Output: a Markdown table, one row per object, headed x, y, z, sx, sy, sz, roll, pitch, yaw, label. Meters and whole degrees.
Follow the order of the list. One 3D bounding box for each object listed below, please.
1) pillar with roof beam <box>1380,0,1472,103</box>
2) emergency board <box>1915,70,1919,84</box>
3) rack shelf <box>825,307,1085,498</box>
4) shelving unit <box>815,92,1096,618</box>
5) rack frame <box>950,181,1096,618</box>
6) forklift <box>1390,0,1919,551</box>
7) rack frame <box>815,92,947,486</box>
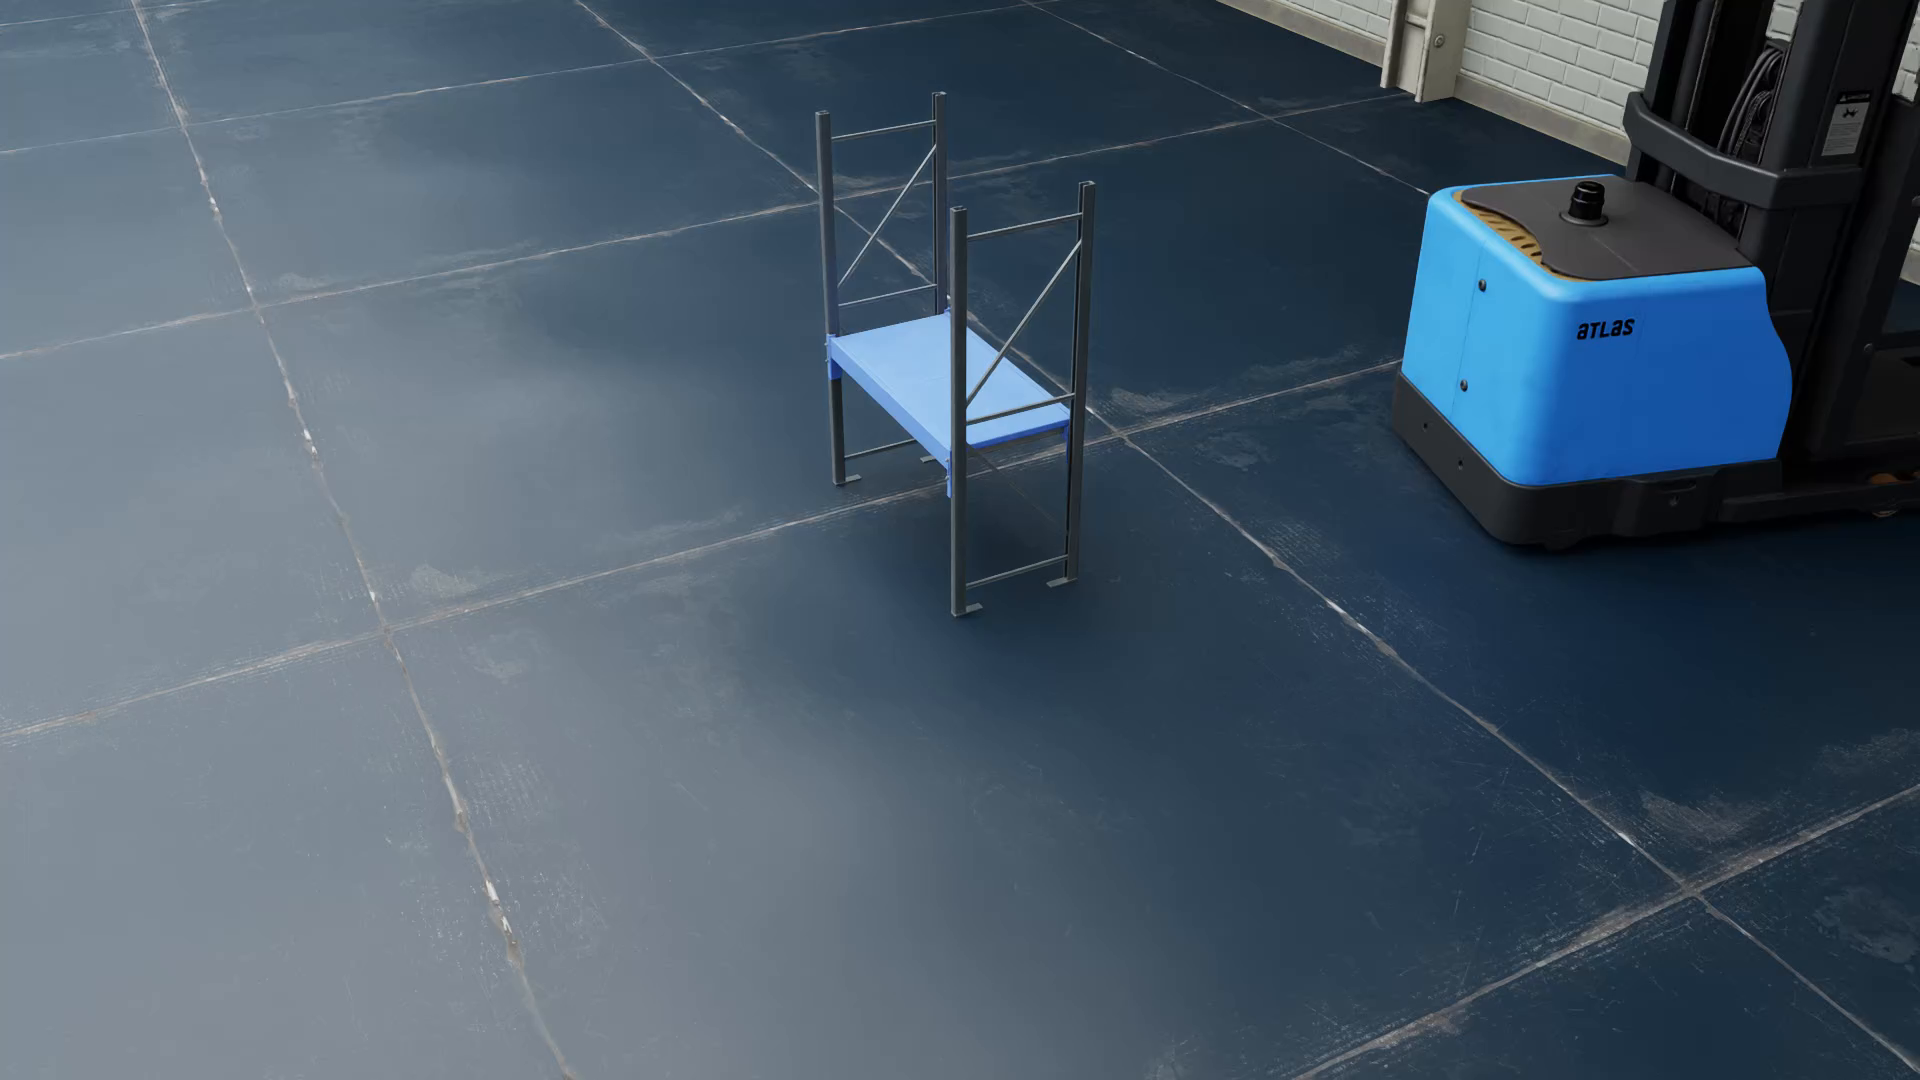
| x | y | z | sx | sy | sz | roll | pitch | yaw | label |
| --- | --- | --- | --- | --- | --- | --- | --- | --- | --- |
| -0.832 | -5.627 | 6.691 | 9.100 | 9.000 | 0.400 | -16 | 36 | -23 | pillar with roof beam |
| 4.668 | -2.518 | 7.399 | 0.157 | 1.169 | 0.626 | -16 | 36 | -23 | emergency board |
| -0.040 | -0.521 | 6.006 | 0.538 | 0.185 | 1.000 | -16 | 36 | -23 | rack shelf |
| -0.040 | -0.672 | 5.909 | 0.538 | 1.500 | 1.048 | -16 | 36 | -23 | shelving unit |
| 0.197 | -0.430 | 5.530 | 0.500 | 1.500 | 0.032 | -16 | 36 | -23 | rack frame |
| 3.348 | -1.595 | 6.022 | 3.031 | 2.935 | 1.130 | -7 | 33 | -10 | forklift |
| -0.277 | -0.915 | 6.288 | 0.500 | 1.500 | 0.032 | -16 | 36 | -23 | rack frame |
